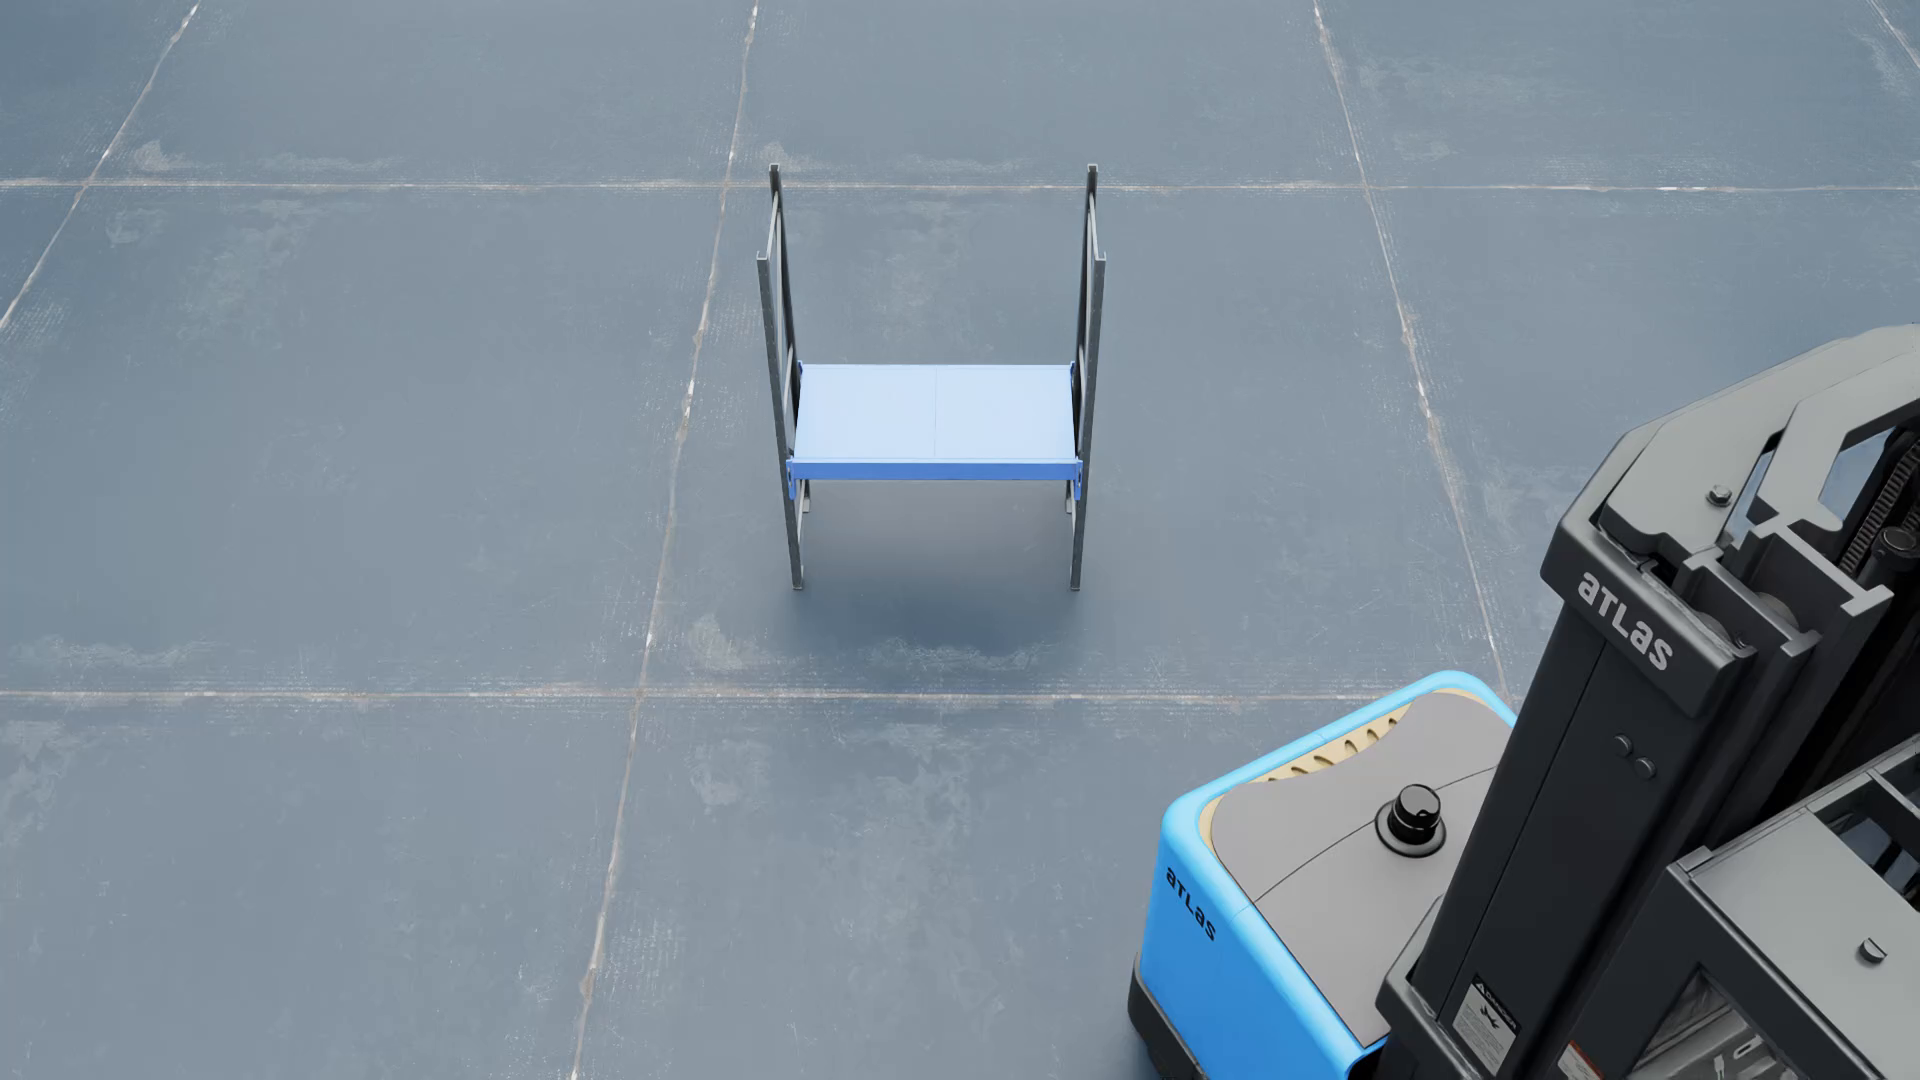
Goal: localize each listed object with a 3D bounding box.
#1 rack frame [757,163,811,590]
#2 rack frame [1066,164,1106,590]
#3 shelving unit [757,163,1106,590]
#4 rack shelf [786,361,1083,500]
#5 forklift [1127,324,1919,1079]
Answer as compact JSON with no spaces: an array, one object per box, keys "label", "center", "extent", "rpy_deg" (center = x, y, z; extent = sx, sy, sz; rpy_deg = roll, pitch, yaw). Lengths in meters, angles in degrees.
[{"label":"rack frame","center":[-0.594,-0.513,5.703],"extent":[0.032,1.500,0.500],"rpy_deg":[0,47,0]},{"label":"rack frame","center":[0.423,-0.510,5.700],"extent":[0.032,1.500,0.500],"rpy_deg":[0,47,0]},{"label":"shelving unit","center":[-0.085,-0.511,5.701],"extent":[1.048,1.500,0.538],"rpy_deg":[0,47,0]},{"label":"rack shelf","center":[-0.085,-0.389,5.833],"extent":[1.000,0.185,0.538],"rpy_deg":[0,47,0]},{"label":"forklift","center":[1.645,1.177,3.152],"extent":[1.130,2.935,3.031],"rpy_deg":[-22,51,-19]}]
